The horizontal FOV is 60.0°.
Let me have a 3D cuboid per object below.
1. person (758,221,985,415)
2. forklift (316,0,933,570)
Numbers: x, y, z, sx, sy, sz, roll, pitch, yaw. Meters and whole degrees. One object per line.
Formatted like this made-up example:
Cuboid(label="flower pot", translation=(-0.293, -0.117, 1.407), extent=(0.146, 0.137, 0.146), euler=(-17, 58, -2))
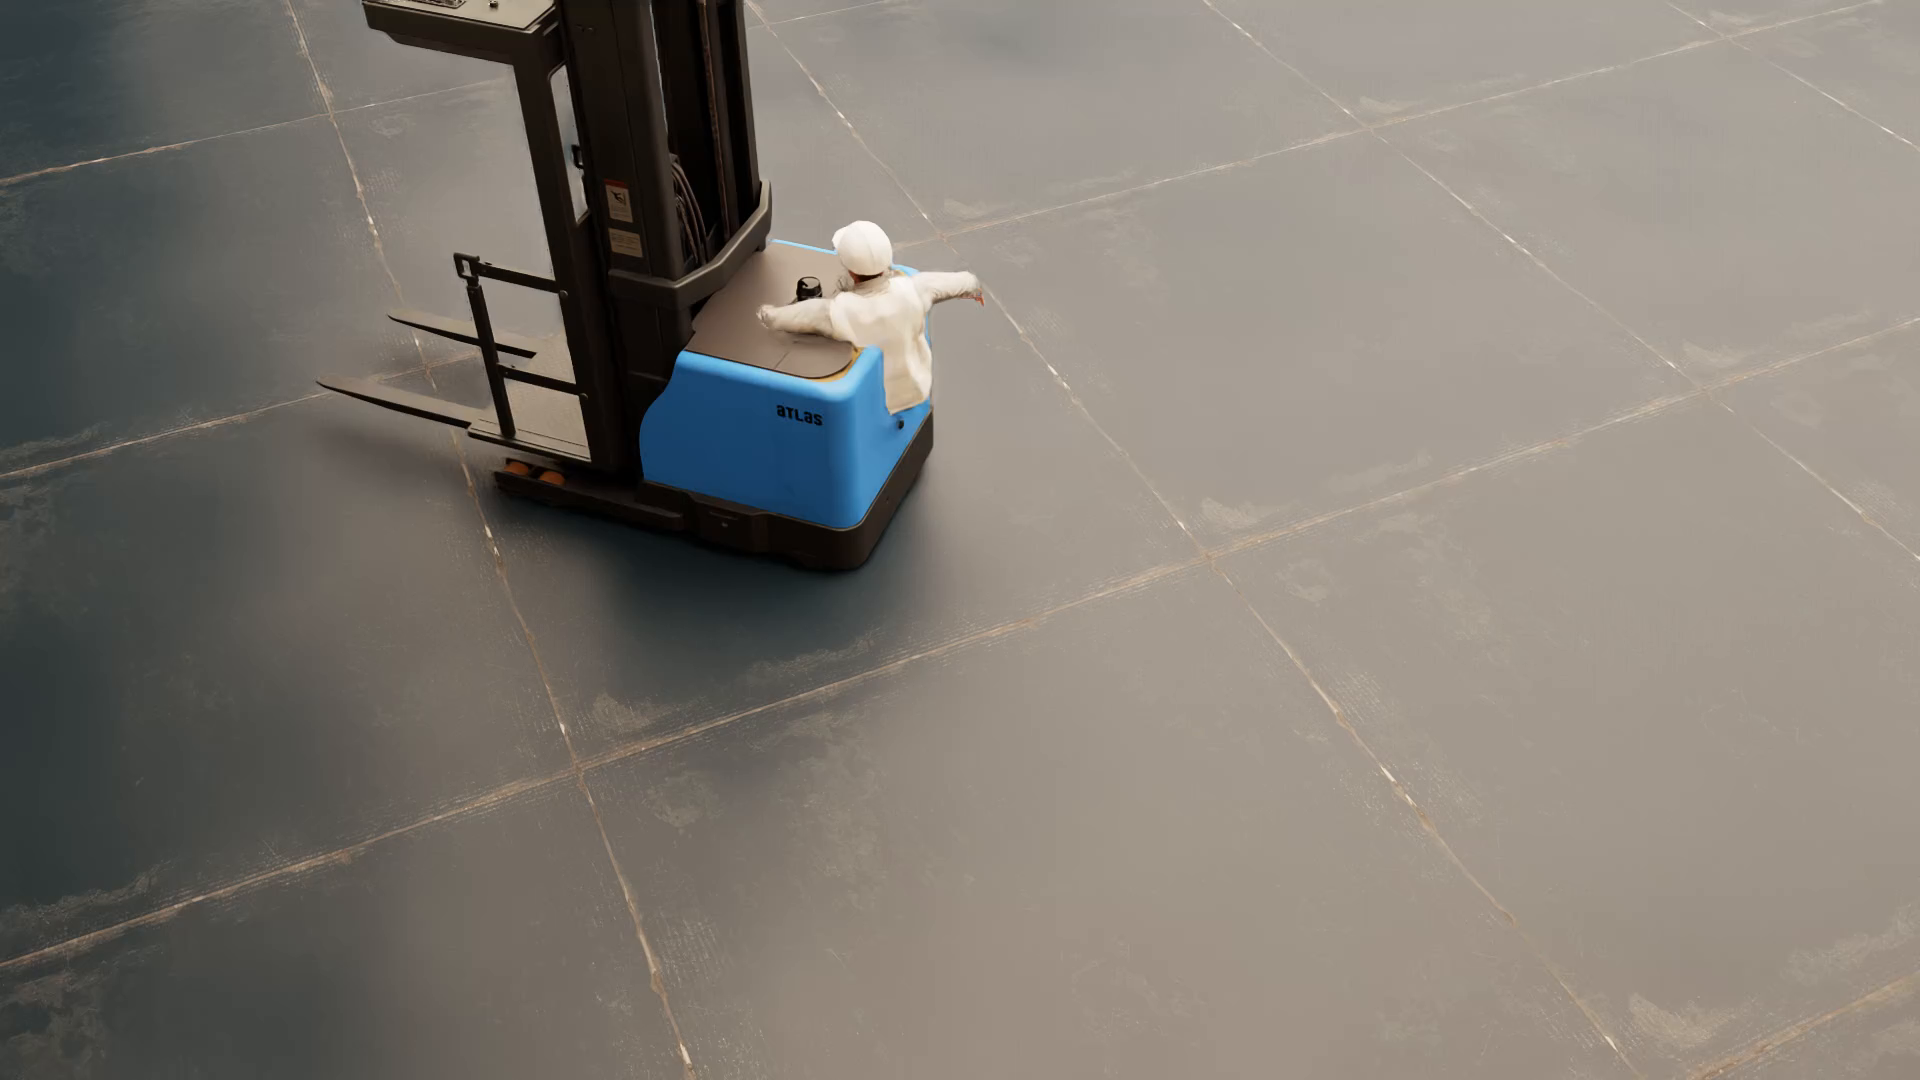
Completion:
Cuboid(label="person", translation=(-0.402, -0.895, 7.650), extent=(1.093, 1.576, 0.795), euler=(-17, 46, -18))
Cuboid(label="forklift", translation=(-1.704, -1.560, 7.352), extent=(3.031, 2.935, 1.130), euler=(14, 45, 15))
